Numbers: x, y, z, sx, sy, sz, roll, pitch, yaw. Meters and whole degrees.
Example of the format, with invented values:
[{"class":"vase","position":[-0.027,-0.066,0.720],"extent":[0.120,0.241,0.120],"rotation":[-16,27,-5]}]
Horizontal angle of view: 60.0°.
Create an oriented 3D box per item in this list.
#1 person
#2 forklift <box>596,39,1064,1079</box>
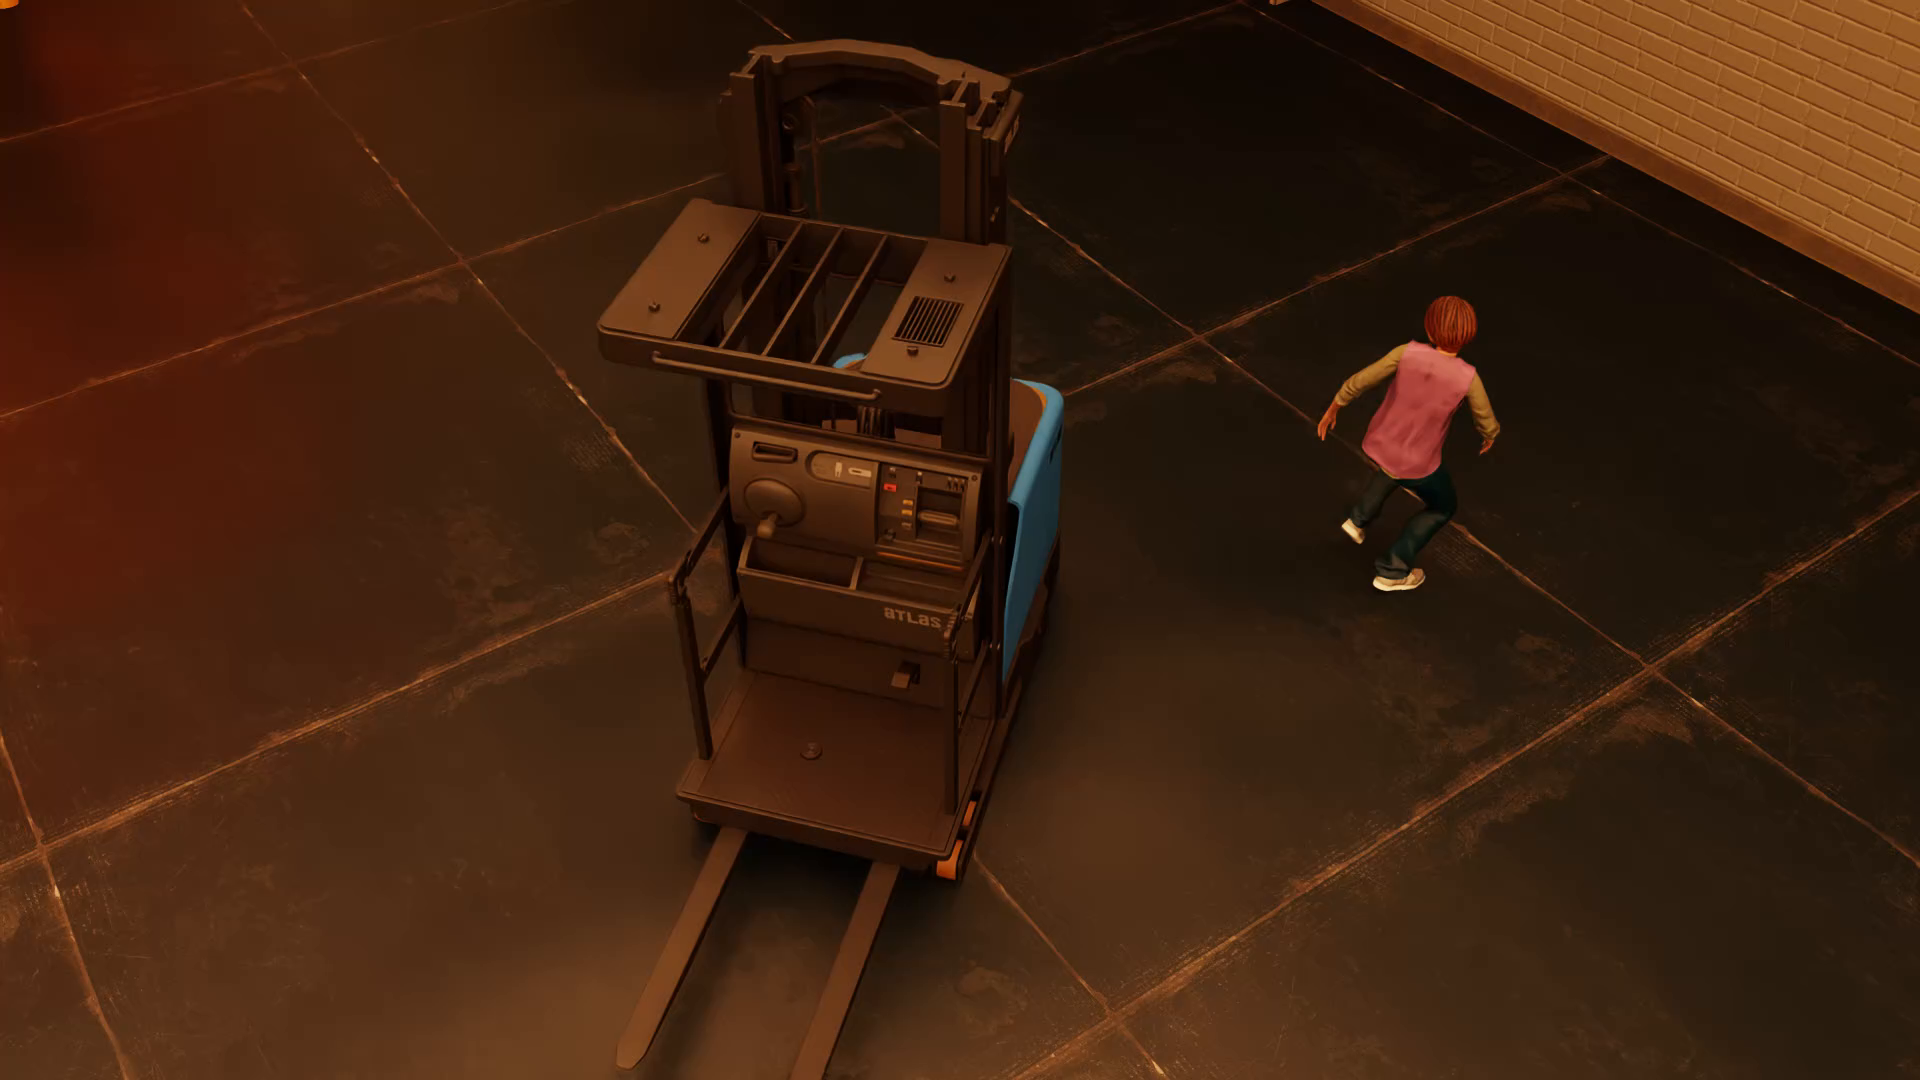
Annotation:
[{"class":"person","position":[1.985,-0.428,7.235],"extent":[0.561,1.514,0.648],"rotation":[-28,50,-27]},{"class":"forklift","position":[-0.436,-0.064,5.785],"extent":[1.130,2.935,3.031],"rotation":[11,44,11]}]
